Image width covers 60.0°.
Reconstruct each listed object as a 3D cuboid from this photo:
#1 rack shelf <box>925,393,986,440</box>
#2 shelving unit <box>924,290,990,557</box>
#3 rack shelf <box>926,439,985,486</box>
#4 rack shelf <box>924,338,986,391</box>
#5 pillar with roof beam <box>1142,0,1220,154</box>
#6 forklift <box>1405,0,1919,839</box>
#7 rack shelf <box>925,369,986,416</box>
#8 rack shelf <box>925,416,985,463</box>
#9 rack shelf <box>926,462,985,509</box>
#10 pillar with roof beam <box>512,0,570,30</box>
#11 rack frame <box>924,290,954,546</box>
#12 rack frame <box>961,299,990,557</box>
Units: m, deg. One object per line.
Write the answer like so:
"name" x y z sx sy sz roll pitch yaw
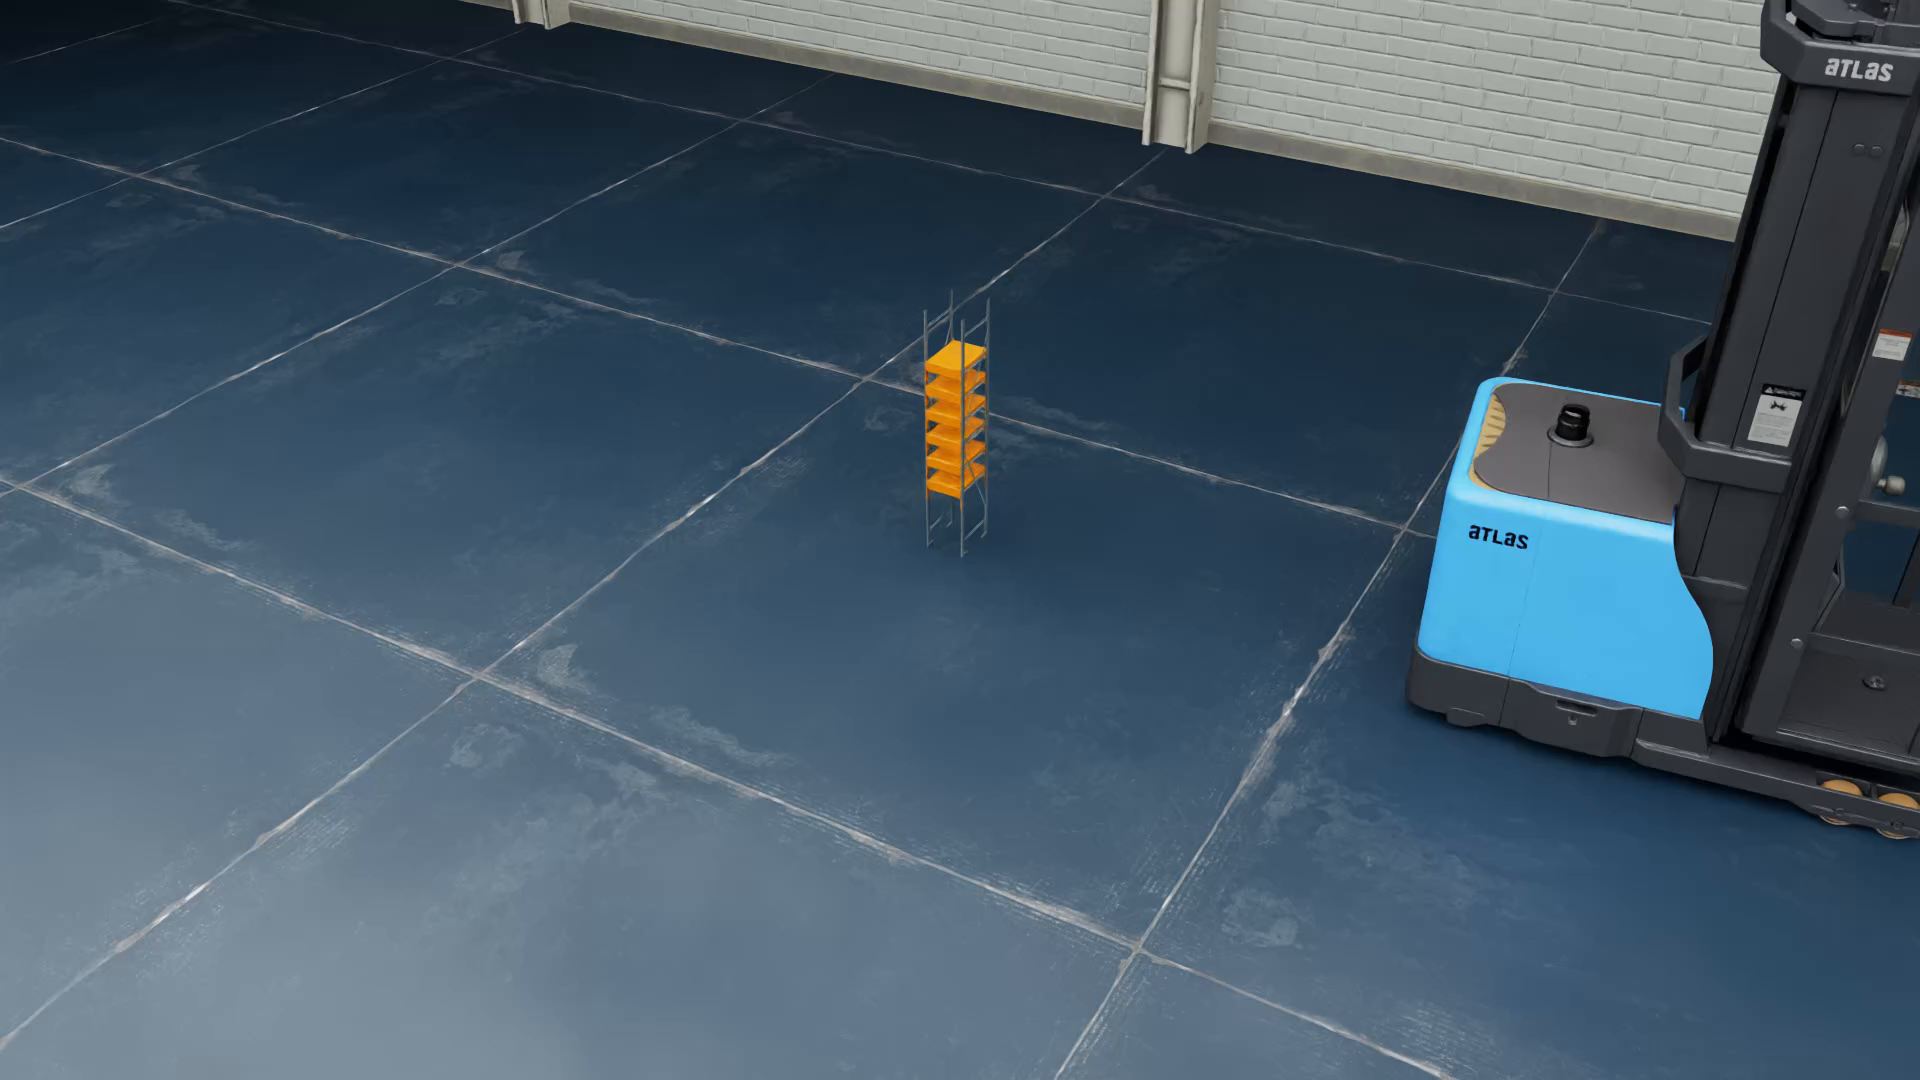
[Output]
"rack shelf" -0.013 -0.566 7.382 0.180 0.103 0.258 18 37 24
"shelving unit" -0.013 -0.503 7.423 0.189 1.200 0.258 18 37 24
"rack shelf" -0.013 -0.367 7.515 0.180 0.103 0.258 18 37 24
"rack shelf" -0.013 -0.766 7.249 0.180 0.103 0.258 18 37 24
"pillar with roof beam" -0.572 -4.564 6.485 0.400 9.000 9.100 18 37 24
"forklift" 3.361 -0.459 5.795 3.031 2.935 1.130 13 36 18
"rack shelf" -0.013 -0.666 7.315 0.180 0.103 0.258 18 37 24
"rack shelf" -0.013 -0.466 7.448 0.180 0.103 0.258 18 37 24
"rack shelf" -0.013 -0.267 7.581 0.180 0.103 0.258 18 37 24
"pillar with roof beam" -5.782 -6.214 8.963 0.400 9.000 9.100 18 37 24
"rack frame" -0.092 -0.529 7.461 0.006 1.200 0.240 18 37 24
"rack frame" 0.067 -0.478 7.386 0.006 1.200 0.240 18 37 24
